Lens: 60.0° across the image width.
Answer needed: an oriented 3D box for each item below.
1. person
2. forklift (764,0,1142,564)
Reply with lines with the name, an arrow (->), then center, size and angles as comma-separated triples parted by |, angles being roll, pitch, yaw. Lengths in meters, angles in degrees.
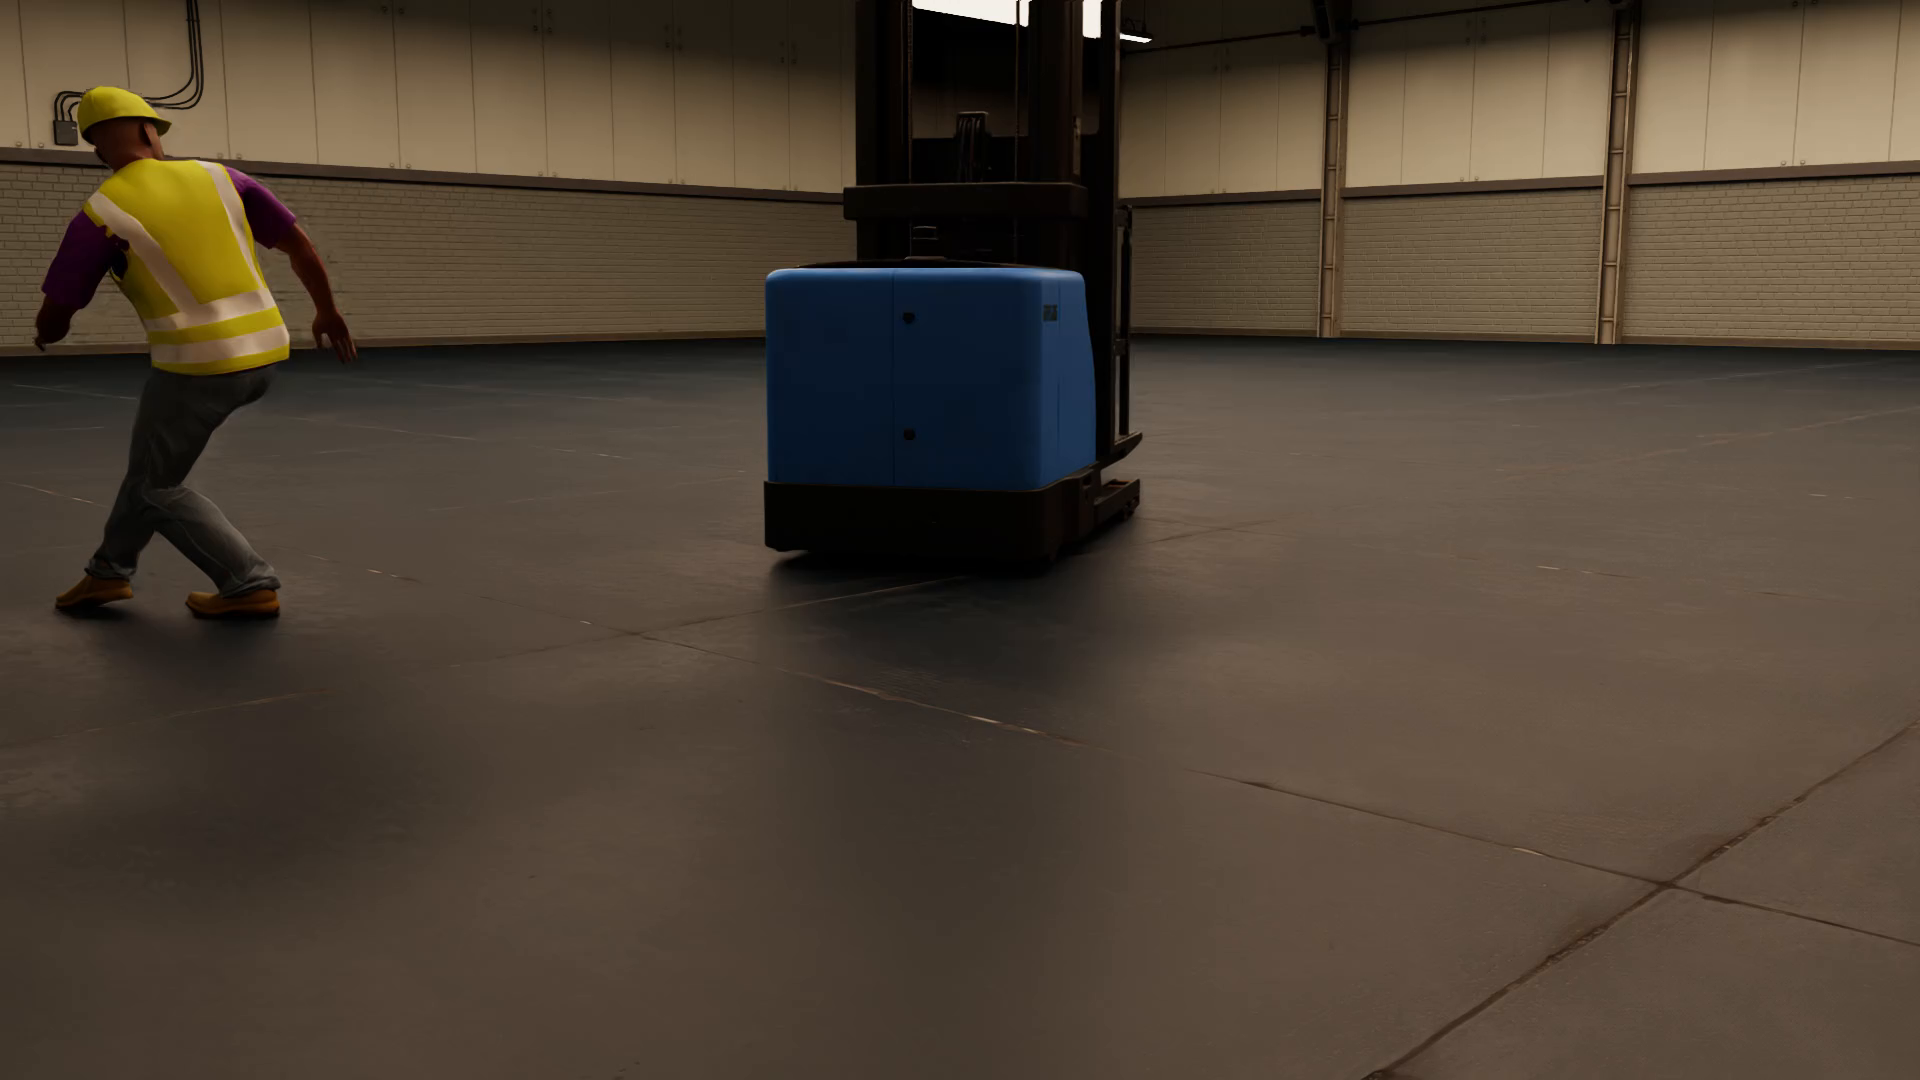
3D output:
person -> -2.467, -0.584, 5.217 | 0.806, 1.599, 0.816 | 3, 9, 19
forklift -> 0.183, -1.544, 7.127 | 1.130, 2.935, 3.031 | 2, 9, 16
